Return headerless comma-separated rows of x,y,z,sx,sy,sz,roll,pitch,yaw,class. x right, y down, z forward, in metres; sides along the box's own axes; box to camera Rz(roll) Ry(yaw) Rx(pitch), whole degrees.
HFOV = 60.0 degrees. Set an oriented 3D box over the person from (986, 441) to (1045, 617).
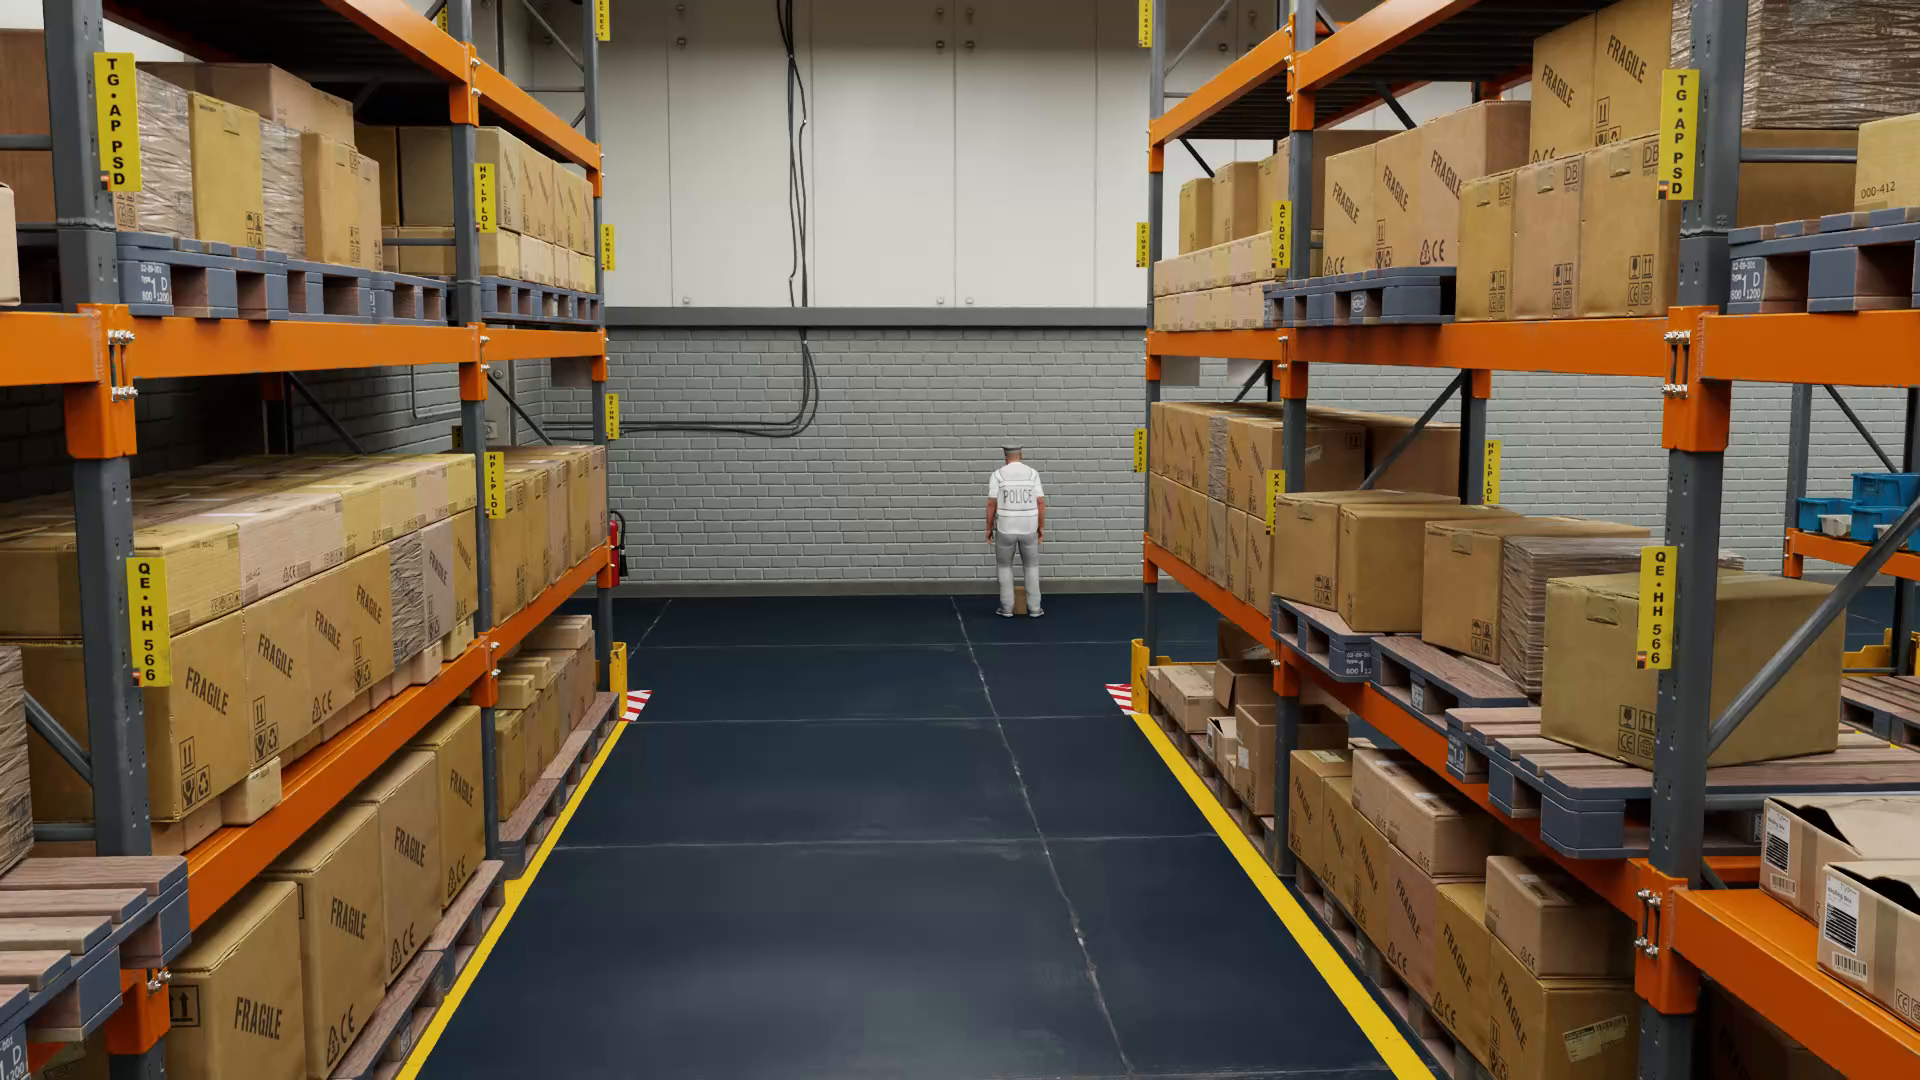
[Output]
0.557,-0.103,16.564,0.603,1.750,0.470,-1,7,-6,person
